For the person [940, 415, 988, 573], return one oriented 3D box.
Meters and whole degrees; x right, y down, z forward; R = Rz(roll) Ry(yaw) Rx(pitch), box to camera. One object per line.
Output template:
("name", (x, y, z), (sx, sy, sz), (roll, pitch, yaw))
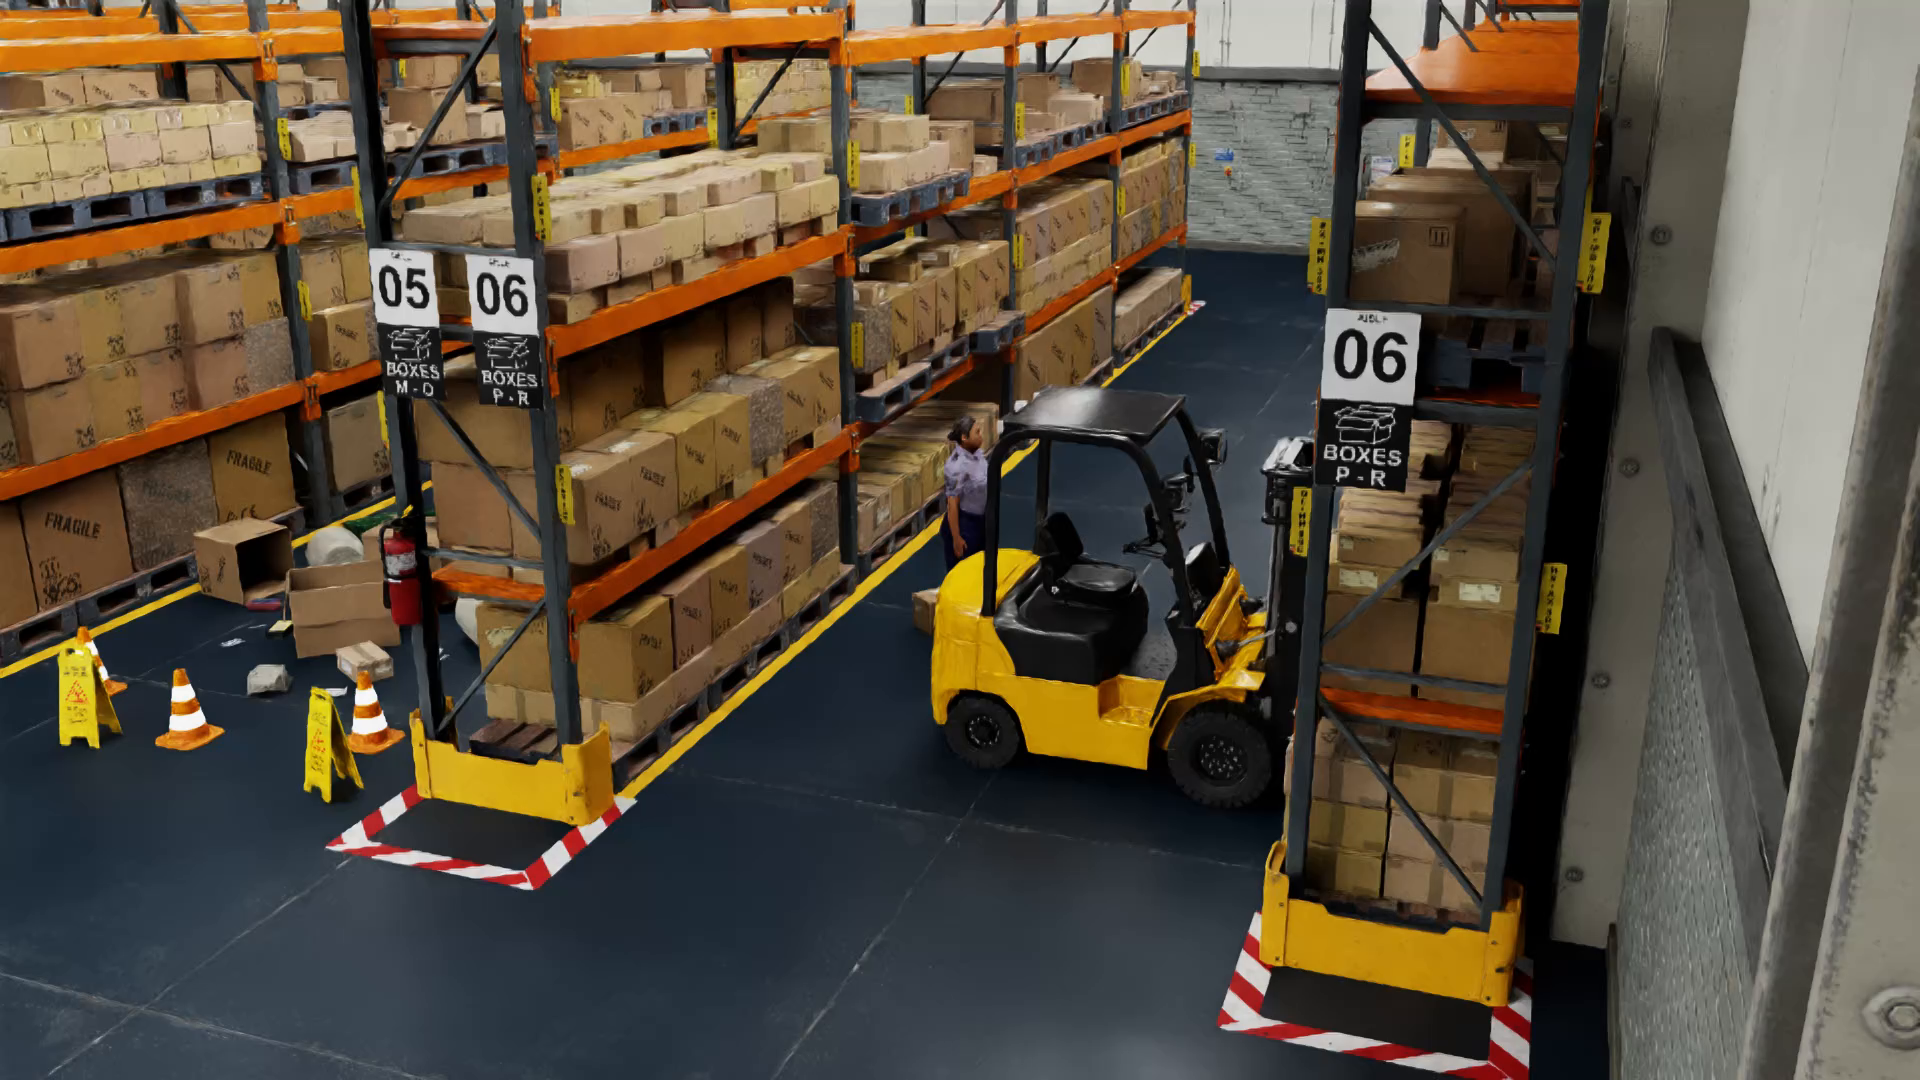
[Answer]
("person", (0.060, -0.074, 11.759), (0.365, 1.656, 0.532), (8, 20, 22))
